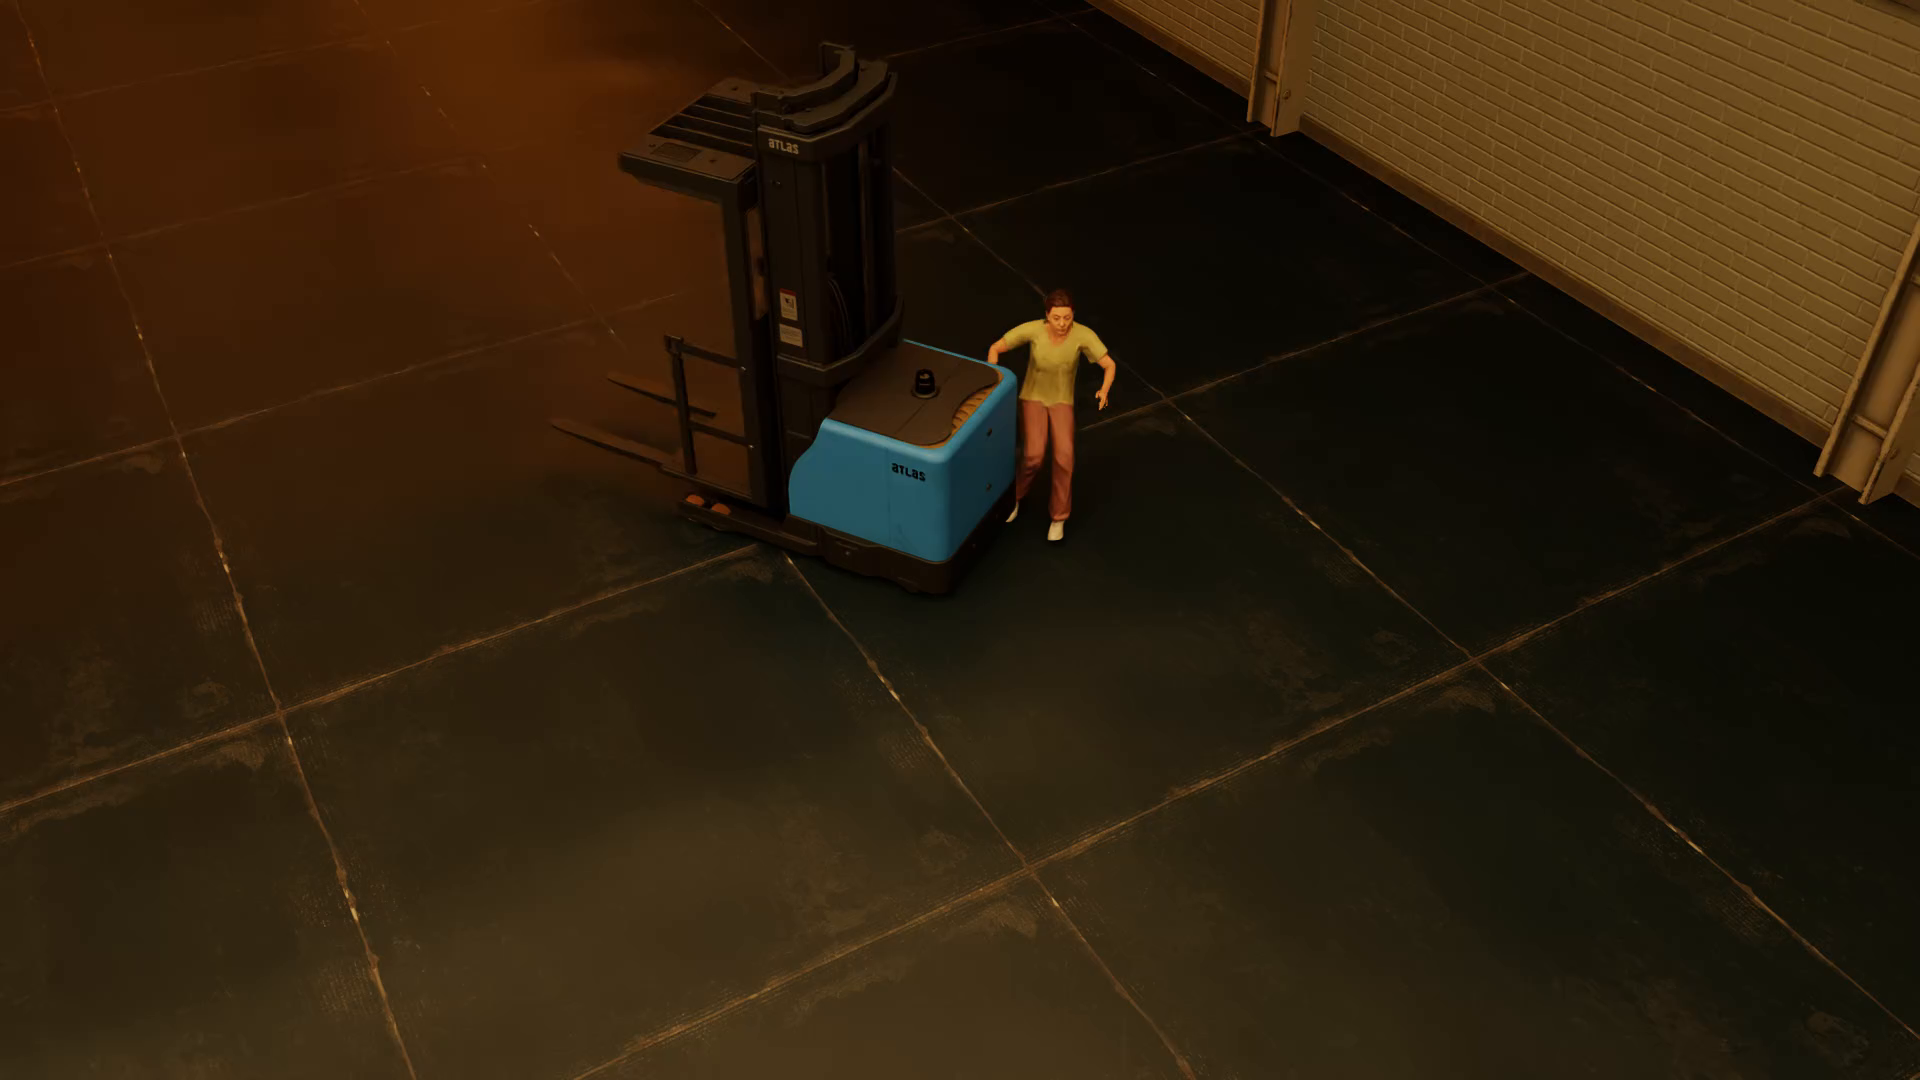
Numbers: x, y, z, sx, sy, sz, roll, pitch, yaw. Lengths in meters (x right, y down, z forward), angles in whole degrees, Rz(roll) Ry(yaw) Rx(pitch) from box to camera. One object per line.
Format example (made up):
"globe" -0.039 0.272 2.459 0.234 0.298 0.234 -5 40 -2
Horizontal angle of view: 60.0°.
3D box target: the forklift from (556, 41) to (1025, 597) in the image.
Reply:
"forklift" -1.150 -1.453 9.788 3.031 2.935 1.130 18 43 21

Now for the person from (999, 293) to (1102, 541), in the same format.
"person" 0.589 -0.757 10.177 0.717 1.473 0.830 -9 41 -11
